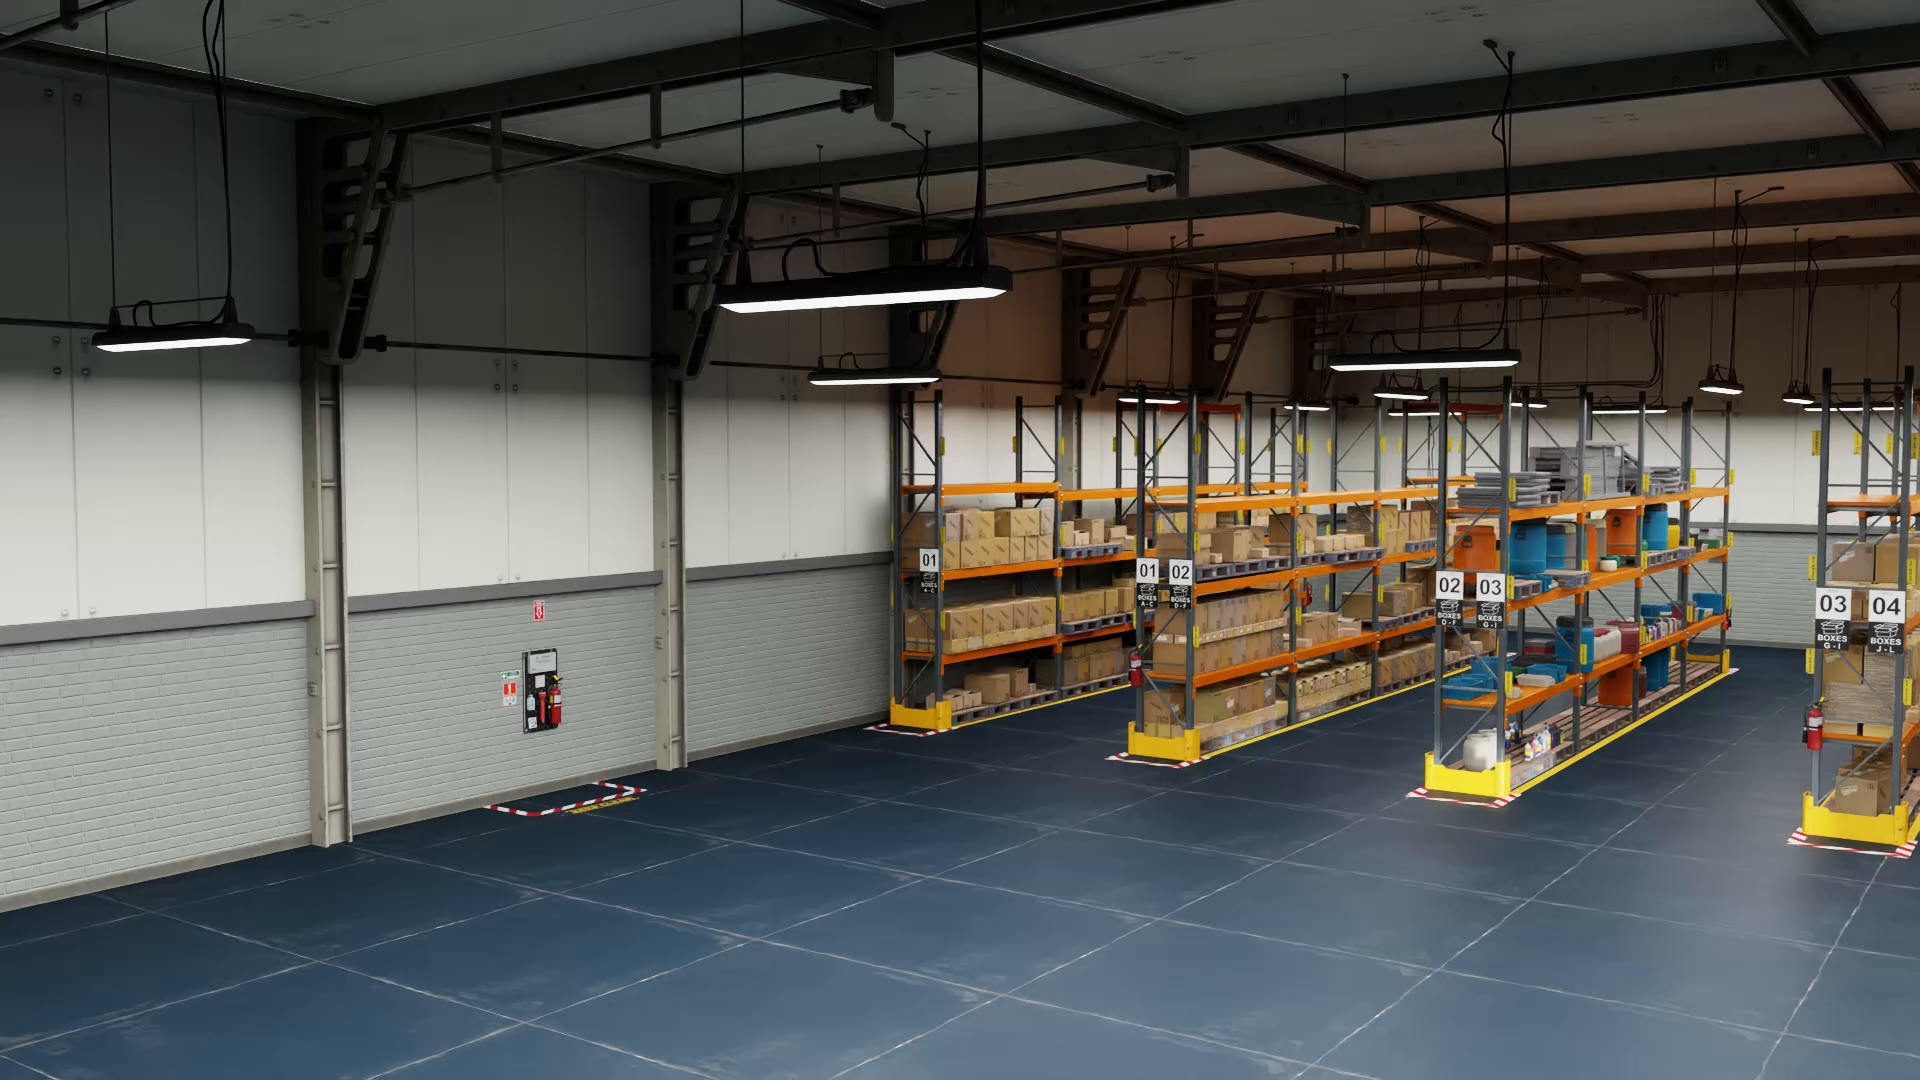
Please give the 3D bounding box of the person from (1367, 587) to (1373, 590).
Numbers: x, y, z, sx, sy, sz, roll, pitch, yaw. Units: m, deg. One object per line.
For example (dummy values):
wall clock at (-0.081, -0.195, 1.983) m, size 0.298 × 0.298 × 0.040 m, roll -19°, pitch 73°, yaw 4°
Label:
person at (9.432, 1.955, 38.360) m, size 0.594 × 1.726 × 1.067 m, roll 3°, pitch 4°, yaw 38°
